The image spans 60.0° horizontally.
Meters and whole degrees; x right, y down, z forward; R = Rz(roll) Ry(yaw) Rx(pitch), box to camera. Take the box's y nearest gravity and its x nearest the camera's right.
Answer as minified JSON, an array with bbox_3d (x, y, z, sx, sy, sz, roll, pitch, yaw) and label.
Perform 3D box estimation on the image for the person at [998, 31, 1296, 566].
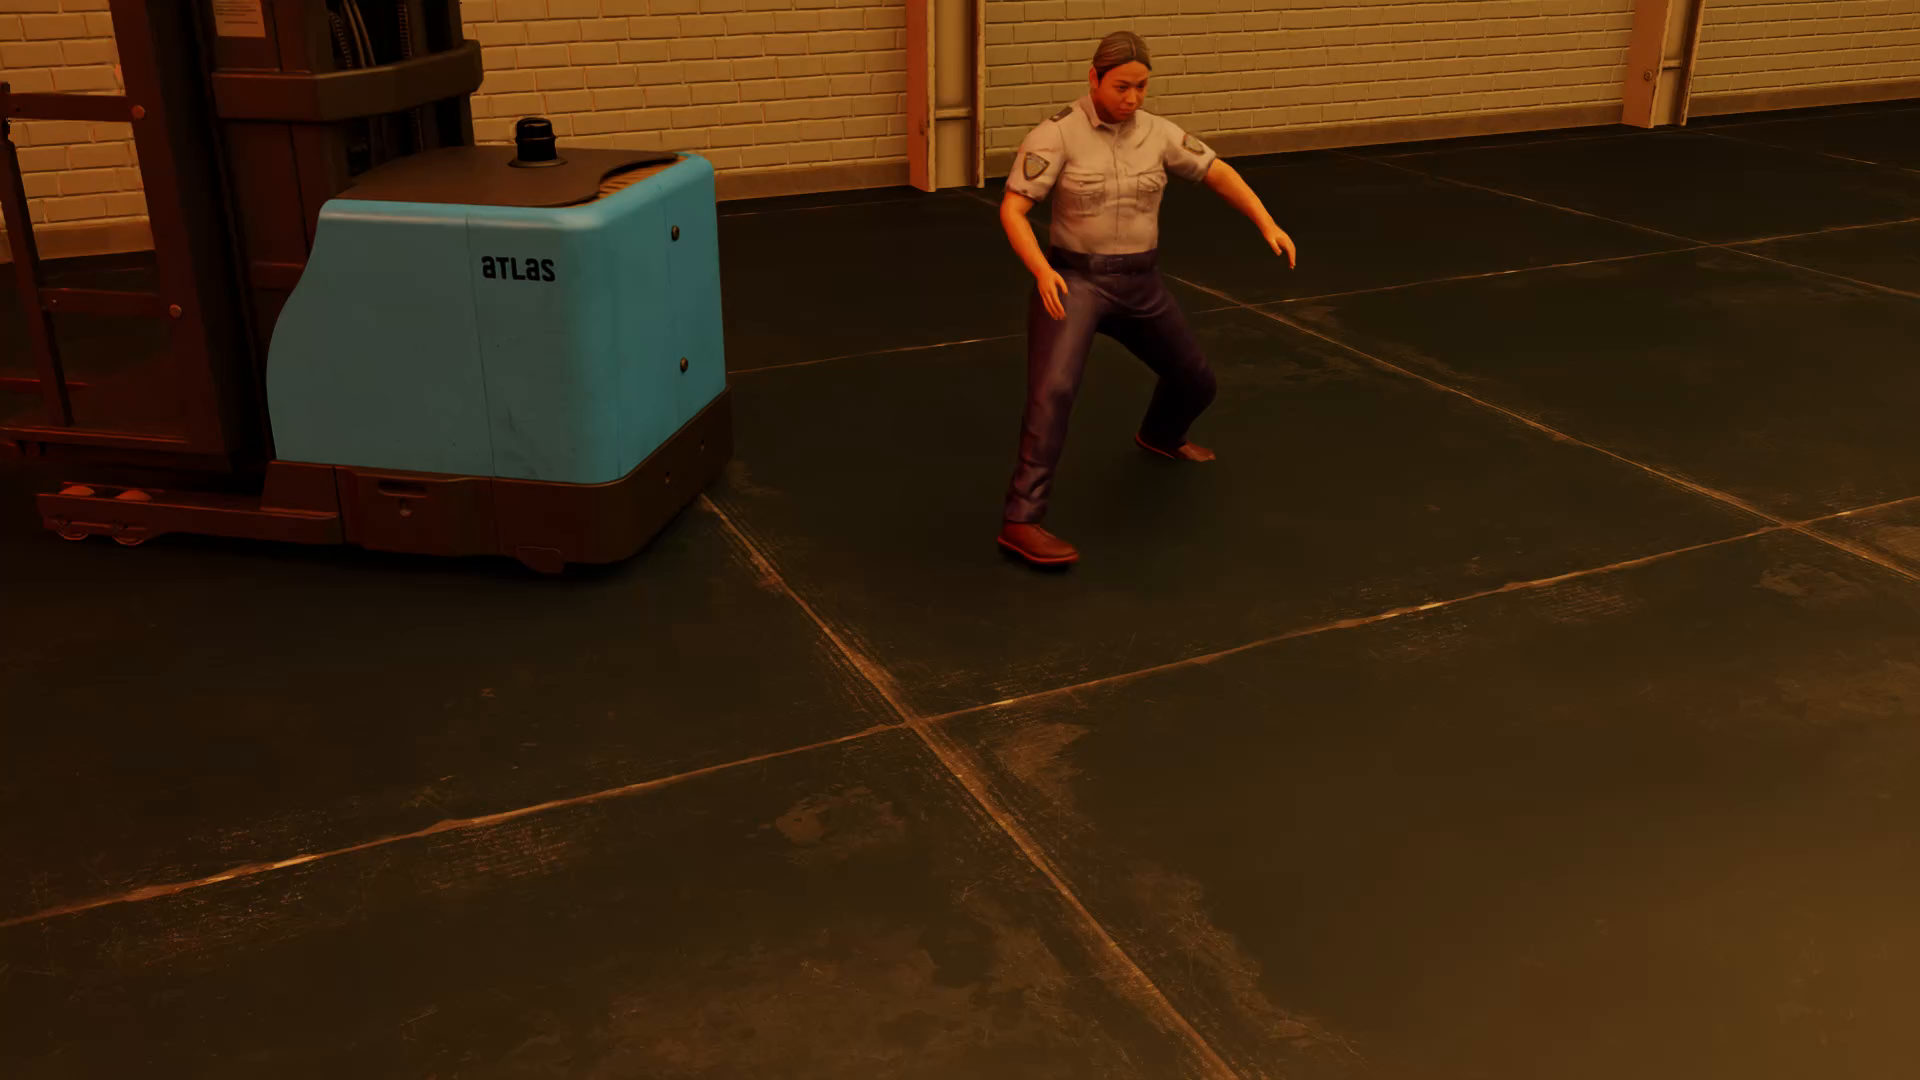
[{"bbox_3d":[0.522,-0.773,5.104,1.041,1.506,0.930,-8,24,-19],"label":"person"}]

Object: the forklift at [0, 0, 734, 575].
[{"bbox_3d":[-2.332,-1.528,4.964,3.031,2.935,1.130,5,23,11],"label":"forklift"}]
